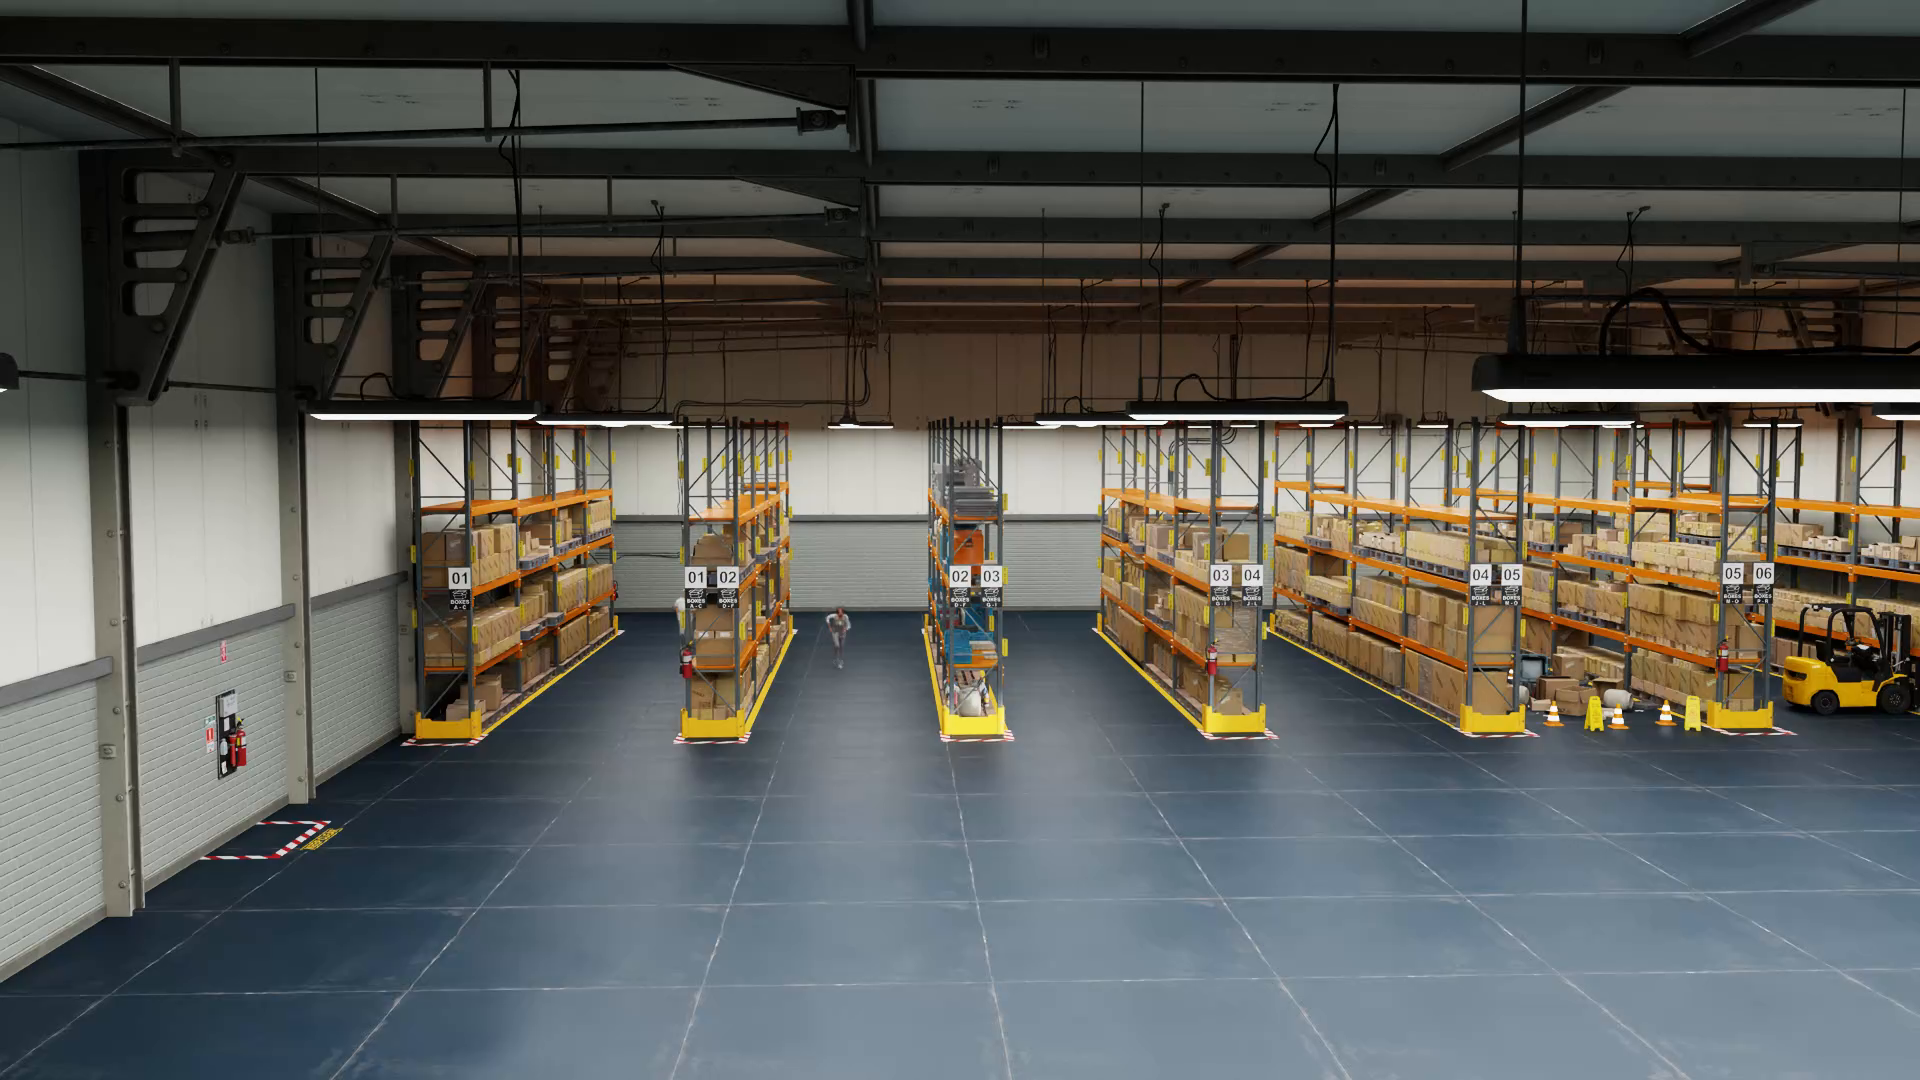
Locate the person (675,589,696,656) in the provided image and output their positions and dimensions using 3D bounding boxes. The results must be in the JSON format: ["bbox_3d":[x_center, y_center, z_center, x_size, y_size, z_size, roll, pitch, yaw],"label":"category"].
[{"bbox_3d":[-7.033,2.102,42.722,0.608,1.706,0.736,0,4,-1],"label":"person"}]

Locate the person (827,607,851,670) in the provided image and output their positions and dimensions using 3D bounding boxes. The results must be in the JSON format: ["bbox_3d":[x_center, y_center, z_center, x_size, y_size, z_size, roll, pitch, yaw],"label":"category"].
[{"bbox_3d":[-2.936,2.362,40.316,0.584,1.536,0.907,0,4,-6],"label":"person"}]
